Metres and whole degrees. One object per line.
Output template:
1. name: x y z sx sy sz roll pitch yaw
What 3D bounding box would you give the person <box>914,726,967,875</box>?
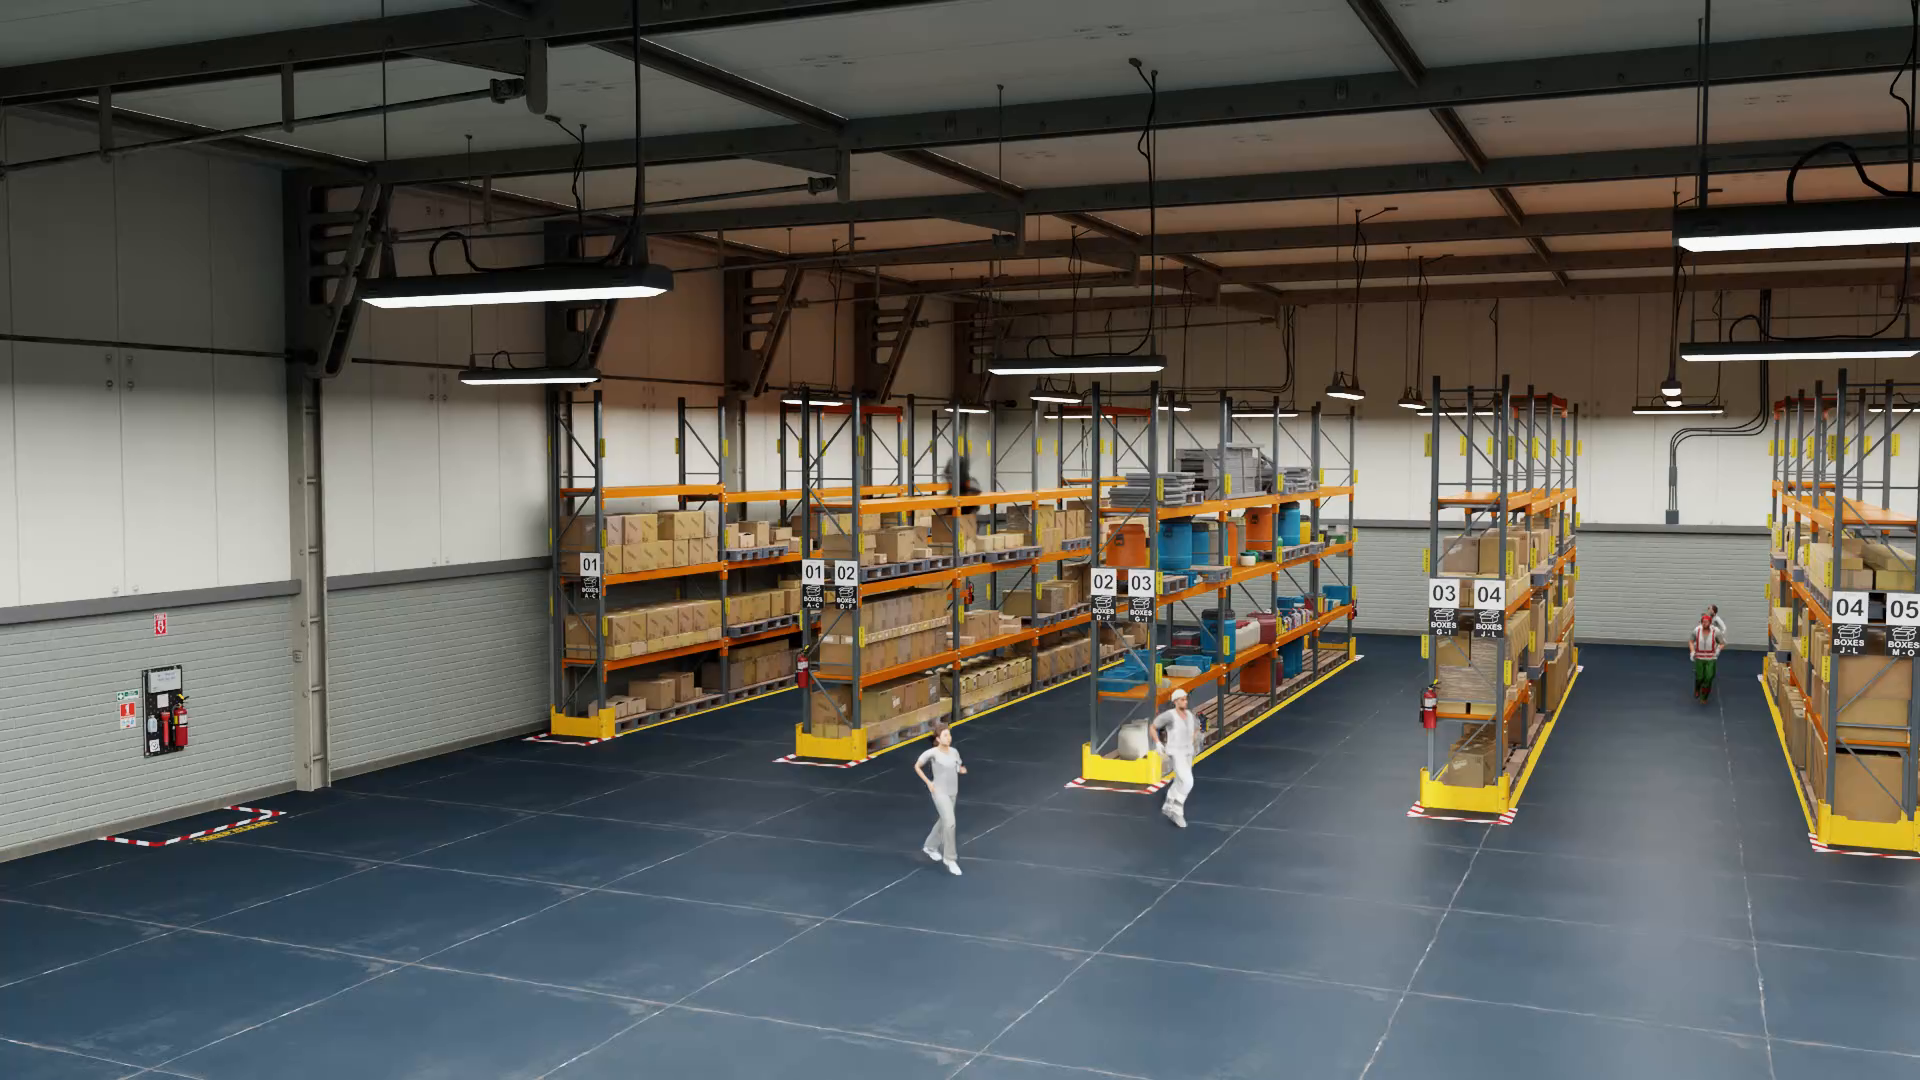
1. person: -0.204 3.062 19.798 0.551 1.719 0.742 -3 4 -44

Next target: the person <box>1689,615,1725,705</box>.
1. person: 14.579 2.338 32.476 0.643 1.751 0.628 2 4 27

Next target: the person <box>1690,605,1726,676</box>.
1. person: 16.411 2.208 36.541 0.674 1.592 0.586 -1 3 -12

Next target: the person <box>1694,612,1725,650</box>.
1. person: 15.253 2.309 33.924 0.623 1.691 0.718 2 3 26

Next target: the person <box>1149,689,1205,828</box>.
1. person: 2.926 2.891 22.065 0.644 1.824 0.743 -3 4 -40
